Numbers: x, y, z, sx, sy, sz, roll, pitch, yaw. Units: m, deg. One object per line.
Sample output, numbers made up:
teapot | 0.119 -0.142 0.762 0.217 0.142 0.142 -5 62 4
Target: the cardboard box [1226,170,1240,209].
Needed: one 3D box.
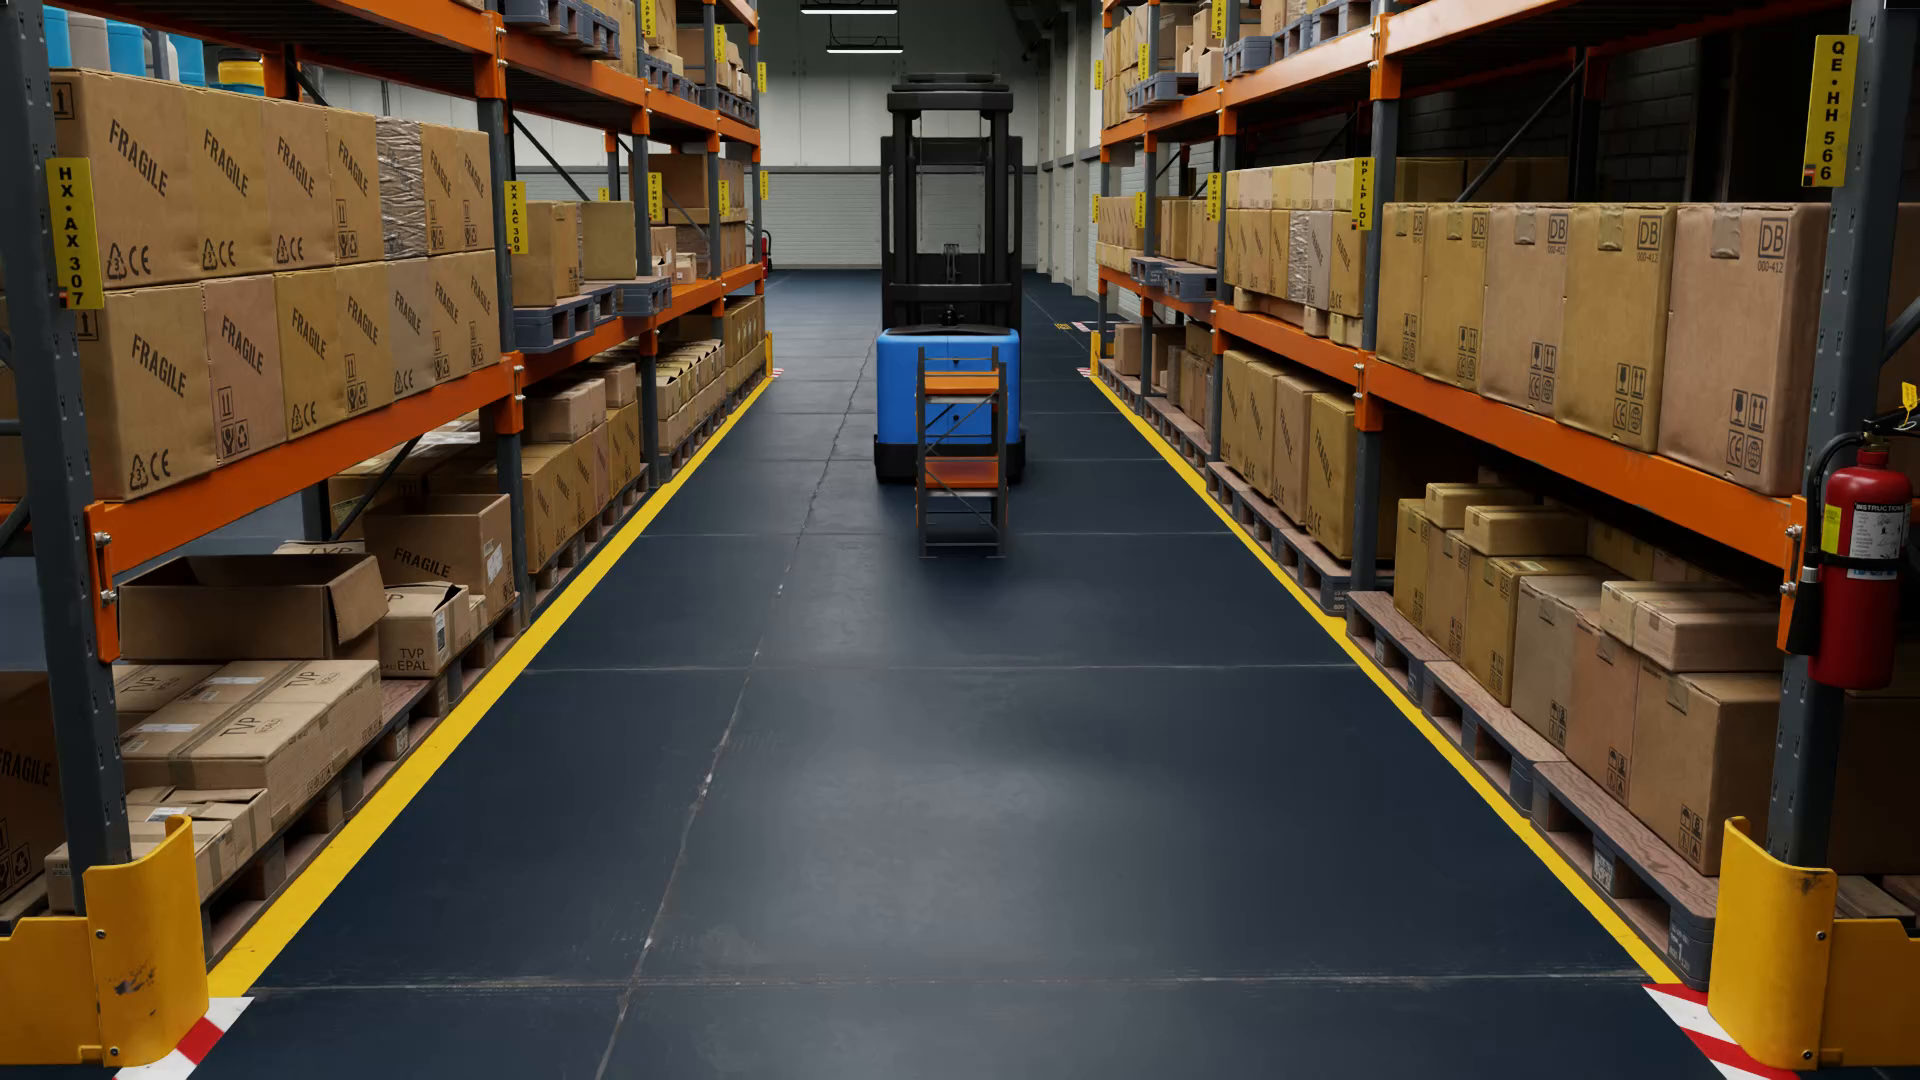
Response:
cardboard box | 2.058 -2.329 11.059 0.500 0.250 0.500 0 11 0

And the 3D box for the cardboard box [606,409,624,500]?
cardboard box | -2.382 -0.536 10.335 0.500 0.500 0.500 -1 11 -3

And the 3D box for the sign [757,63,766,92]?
sign | -2.269 -5.288 19.007 0.100 0.325 0.005 0 11 -1

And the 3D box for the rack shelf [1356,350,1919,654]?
rack shelf | 2.430 -0.309 5.845 1.077 0.370 4.000 0 11 -1

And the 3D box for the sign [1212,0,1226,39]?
sign | 1.763 -3.576 11.294 0.100 0.325 0.005 0 11 -1

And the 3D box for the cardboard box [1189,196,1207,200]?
cardboard box | 2.422 -3.047 15.975 0.500 0.500 0.500 -1 11 -2

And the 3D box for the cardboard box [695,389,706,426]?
cardboard box | -2.402 -1.102 13.804 0.500 0.250 0.500 0 11 0

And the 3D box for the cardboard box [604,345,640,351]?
cardboard box | -2.965 -1.578 14.744 0.500 0.311 0.500 0 11 -2

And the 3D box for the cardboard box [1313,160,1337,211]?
cardboard box | 2.122 -1.824 8.571 0.500 0.250 0.500 0 11 0

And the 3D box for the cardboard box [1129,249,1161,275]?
cardboard box | 1.910 -2.678 16.043 0.500 0.250 0.500 0 11 -1

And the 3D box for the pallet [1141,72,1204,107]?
pallet | 2.154 -3.698 13.669 1.213 0.211 1.003 0 11 -1

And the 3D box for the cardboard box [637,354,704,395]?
cardboard box | -2.403 -1.379 13.762 0.500 0.311 0.500 0 11 -2

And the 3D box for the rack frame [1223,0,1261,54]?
rack frame | 2.306 -4.794 11.056 1.000 3.000 0.127 0 11 -1

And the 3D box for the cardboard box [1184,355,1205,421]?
cardboard box | 2.286 -1.289 14.050 0.700 0.500 0.500 0 11 -1

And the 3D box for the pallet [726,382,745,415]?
pallet | -2.704 -1.420 16.526 1.003 0.211 1.213 0 11 -1

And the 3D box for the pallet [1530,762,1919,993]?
pallet | 2.376 0.944 4.873 1.003 0.211 1.213 0 11 -1

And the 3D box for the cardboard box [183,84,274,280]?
cardboard box | -2.245 -0.975 4.553 0.500 0.500 0.500 0 11 -1

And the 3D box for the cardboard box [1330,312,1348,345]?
cardboard box | 2.070 -1.062 8.329 0.380 0.149 0.250 0 11 0

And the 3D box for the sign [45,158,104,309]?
sign | -1.939 -0.669 3.635 0.100 0.325 0.005 0 11 -1

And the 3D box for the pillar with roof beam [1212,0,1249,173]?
pillar with roof beam | -1.284 -6.231 18.140 9.100 9.000 0.400 0 11 -1

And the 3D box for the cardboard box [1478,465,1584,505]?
cardboard box | 2.497 -0.238 7.287 0.380 0.149 0.250 0 11 -1

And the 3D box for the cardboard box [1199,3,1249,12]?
cardboard box | 2.499 -4.766 15.649 0.500 0.500 0.500 0 11 0

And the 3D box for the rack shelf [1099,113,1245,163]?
rack shelf | 2.182 -4.164 17.305 1.077 0.370 4.000 0 11 -1

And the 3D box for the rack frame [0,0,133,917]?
rack frame | -2.481 -0.243 3.710 1.000 3.000 0.127 0 11 -1

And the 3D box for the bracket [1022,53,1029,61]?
bracket | 1.987 -14.528 49.985 0.235 0.232 0.430 0 11 -1

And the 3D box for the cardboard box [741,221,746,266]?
cardboard box | -2.815 -3.379 18.920 0.700 0.500 0.500 0 11 -1

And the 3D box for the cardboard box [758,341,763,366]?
cardboard box | -2.483 -2.077 18.610 0.500 0.250 0.500 0 11 -1

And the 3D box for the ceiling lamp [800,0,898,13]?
ceiling lamp | -2.291 -12.473 34.228 2.000 3.185 0.800 0 11 -1

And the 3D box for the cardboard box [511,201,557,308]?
cardboard box | -2.350 -1.388 8.047 0.700 0.500 0.500 -4 12 -20

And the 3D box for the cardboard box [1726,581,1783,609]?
cardboard box | 2.548 0.222 5.018 0.380 0.149 0.250 0 11 -1

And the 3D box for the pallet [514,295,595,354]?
pallet | -2.471 -1.103 8.434 1.003 0.211 1.213 0 11 -1

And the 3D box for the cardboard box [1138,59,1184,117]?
cardboard box | 1.966 -4.278 15.754 0.500 0.500 0.500 0 11 0

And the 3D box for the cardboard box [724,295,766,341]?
cardboard box | -2.503 -2.543 19.025 0.500 0.500 0.500 0 11 -1

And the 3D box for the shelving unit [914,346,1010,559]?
shelving unit | 0.000 -0.550 9.941 0.538 1.125 1.048 0 11 -1

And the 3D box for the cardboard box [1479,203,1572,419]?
cardboard box | 2.418 -0.808 5.744 0.980 0.700 0.700 -1 11 -4

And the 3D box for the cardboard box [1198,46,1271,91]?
cardboard box | 2.021 -3.432 12.062 0.500 0.311 0.500 0 11 -1

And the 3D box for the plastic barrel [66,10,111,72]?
plastic barrel | -7.441 -4.094 13.889 0.600 0.901 0.600 0 11 0

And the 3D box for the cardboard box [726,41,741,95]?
cardboard box | -2.637 -4.751 16.720 0.797 0.503 0.637 1 12 5

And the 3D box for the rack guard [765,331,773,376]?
rack guard | -2.813 -2.203 19.660 1.175 0.500 0.348 0 11 -1

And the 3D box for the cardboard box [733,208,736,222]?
cardboard box | -2.585 -3.457 17.674 0.380 0.149 0.250 0 11 0

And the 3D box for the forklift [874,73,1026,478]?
forklift | -0.059 -2.119 13.131 1.130 2.935 3.031 0 11 1

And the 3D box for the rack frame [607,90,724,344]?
rack frame | -2.729 -2.628 15.468 1.000 3.000 0.127 0 11 -1

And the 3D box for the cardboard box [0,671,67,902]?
cardboard box | -2.739 0.660 4.443 0.500 0.500 0.500 0 11 -1

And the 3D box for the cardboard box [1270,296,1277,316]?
cardboard box | 2.141 -1.470 10.341 0.380 0.149 0.250 0 11 0

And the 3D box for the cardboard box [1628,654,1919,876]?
cardboard box | 2.357 0.617 4.705 0.700 0.500 0.500 0 11 -1

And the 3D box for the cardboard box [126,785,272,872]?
cardboard box | -2.152 0.796 4.610 0.380 0.166 0.250 0 11 -1

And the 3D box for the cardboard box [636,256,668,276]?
cardboard box | -2.472 -1.968 12.438 0.500 0.311 0.500 0 11 -2

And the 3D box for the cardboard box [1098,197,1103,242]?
cardboard box | 1.850 -3.652 18.956 0.500 0.500 0.500 0 11 -1

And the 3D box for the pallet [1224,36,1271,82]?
pallet | 2.372 -3.104 10.744 1.213 0.211 1.003 0 11 1

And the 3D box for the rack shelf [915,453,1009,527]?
rack shelf | 0.000 -0.310 9.989 0.538 0.278 1.000 0 11 -1

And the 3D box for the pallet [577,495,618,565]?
pallet | -2.647 -0.076 9.901 1.003 0.211 1.213 0 11 -1

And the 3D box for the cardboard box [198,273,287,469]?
cardboard box | -2.243 -0.483 4.646 0.500 0.500 0.500 0 11 -2

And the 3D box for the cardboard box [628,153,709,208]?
cardboard box | -2.745 -3.401 15.764 0.700 0.500 0.500 0 11 -1

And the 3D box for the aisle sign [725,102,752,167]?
aisle sign | -2.520 -4.711 19.199 0.394 0.787 0.004 0 11 -1

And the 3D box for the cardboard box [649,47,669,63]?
cardboard box | -2.712 -3.999 14.001 0.500 0.250 0.500 -1 12 -7

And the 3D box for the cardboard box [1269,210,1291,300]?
cardboard box | 2.089 -1.655 9.621 0.500 0.500 0.500 0 11 0
